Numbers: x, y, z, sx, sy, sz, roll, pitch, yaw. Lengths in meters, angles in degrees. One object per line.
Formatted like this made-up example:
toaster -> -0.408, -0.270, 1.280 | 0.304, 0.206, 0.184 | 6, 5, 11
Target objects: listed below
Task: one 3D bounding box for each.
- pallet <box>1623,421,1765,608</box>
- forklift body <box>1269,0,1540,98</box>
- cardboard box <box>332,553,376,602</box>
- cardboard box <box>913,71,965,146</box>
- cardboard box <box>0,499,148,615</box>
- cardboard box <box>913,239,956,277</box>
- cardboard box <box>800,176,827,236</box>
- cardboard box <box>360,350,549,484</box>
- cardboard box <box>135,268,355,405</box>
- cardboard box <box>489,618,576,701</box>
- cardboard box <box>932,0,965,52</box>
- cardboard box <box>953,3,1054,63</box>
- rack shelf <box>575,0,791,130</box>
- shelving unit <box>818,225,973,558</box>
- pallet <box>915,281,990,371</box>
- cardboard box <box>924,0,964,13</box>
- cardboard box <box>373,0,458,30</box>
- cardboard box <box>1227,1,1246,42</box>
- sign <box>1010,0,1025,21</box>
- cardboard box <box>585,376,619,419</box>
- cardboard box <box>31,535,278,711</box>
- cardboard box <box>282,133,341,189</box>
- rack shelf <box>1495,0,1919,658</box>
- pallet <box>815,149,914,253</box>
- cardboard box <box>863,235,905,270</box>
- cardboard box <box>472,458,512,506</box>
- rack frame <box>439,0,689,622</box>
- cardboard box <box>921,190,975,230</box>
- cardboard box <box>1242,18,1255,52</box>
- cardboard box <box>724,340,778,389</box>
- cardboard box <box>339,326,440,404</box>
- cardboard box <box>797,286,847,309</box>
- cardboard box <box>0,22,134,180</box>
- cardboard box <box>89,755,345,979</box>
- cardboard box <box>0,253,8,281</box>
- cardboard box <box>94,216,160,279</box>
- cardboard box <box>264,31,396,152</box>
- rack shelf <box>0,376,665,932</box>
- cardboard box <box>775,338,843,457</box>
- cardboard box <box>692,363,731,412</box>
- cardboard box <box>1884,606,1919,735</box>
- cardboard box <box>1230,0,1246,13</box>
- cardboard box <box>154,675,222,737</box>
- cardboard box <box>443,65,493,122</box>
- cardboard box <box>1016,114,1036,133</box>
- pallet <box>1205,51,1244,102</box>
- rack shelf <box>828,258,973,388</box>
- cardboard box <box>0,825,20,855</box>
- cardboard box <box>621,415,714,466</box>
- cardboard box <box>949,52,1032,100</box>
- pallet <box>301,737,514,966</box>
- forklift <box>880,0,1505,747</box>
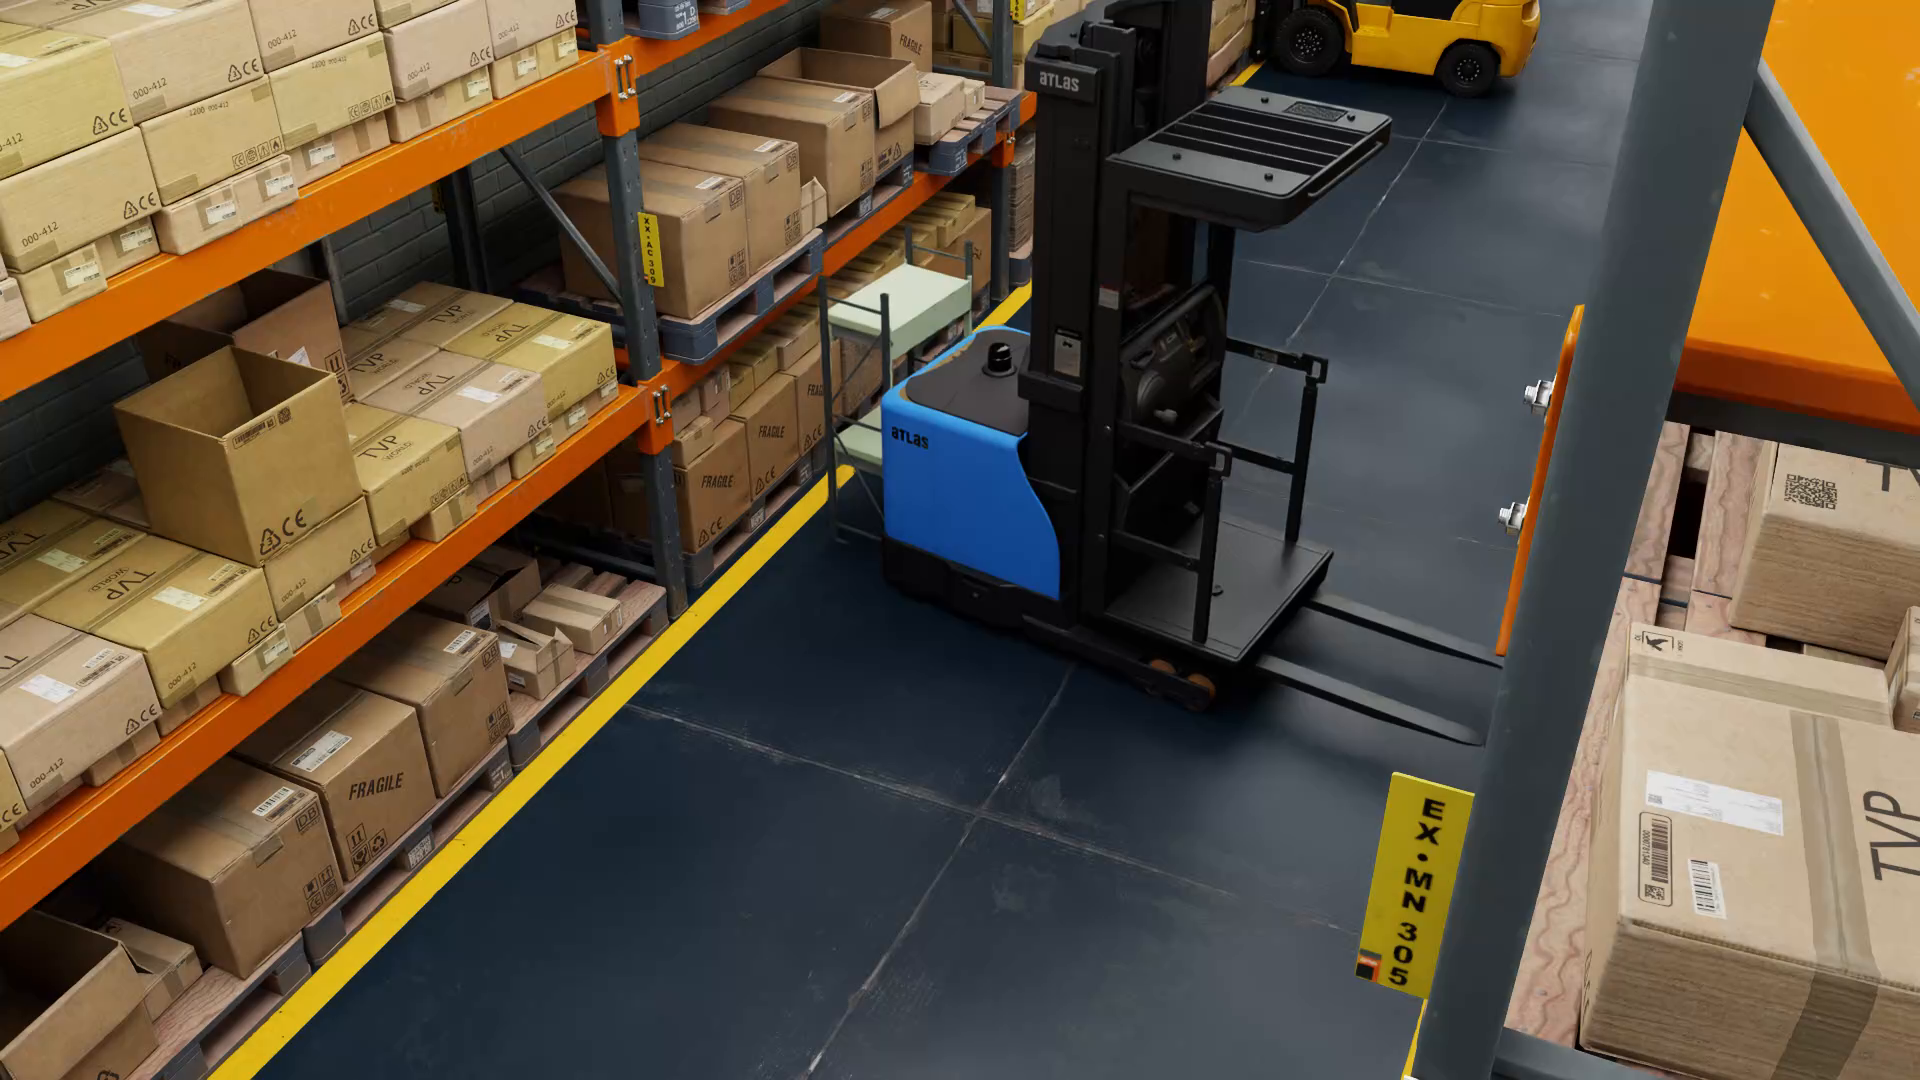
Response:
pallet -> 1.824, -0.070, 3.466 | 1.003, 0.211, 1.213 | 14, 36, 20
forklift body -> 4.062, -5.258, 14.808 | 2.313, 2.155, 1.214 | 14, 36, 20
cardboard box -> -2.388, 0.086, 6.112 | 0.380, 0.149, 0.250 | 14, 36, 20
cardboard box -> -0.296, -2.505, 9.589 | 0.500, 0.250, 0.500 | 12, 35, 18
cardboard box -> -3.116, 0.139, 5.669 | 0.500, 0.250, 0.500 | 15, 36, 22
cardboard box -> -0.349, -1.616, 10.375 | 0.500, 0.500, 0.500 | 14, 36, 20
cardboard box -> -0.892, -1.723, 8.382 | 0.396, 0.266, 0.258 | 16, 36, 23
cardboard box -> -2.010, -0.499, 6.641 | 0.500, 0.250, 0.500 | 14, 36, 21
cardboard box -> -2.687, -0.694, 6.255 | 0.500, 0.500, 0.500 | 13, 35, 19
cardboard box -> -1.938, 0.491, 7.377 | 0.396, 0.266, 0.258 | 15, 36, 22
cardboard box -> -0.213, -3.426, 10.920 | 0.500, 0.250, 0.500 | 15, 36, 22
cardboard box -> 0.282, -3.298, 10.724 | 0.500, 0.250, 0.500 | 14, 36, 20
rack shelf -> -0.985, -2.949, 8.433 | 1.077, 0.370, 4.000 | 14, 36, 20
shelving unit -> -0.307, -0.745, 8.518 | 0.431, 1.500, 0.755 | 20, 38, 27
pallet -> -0.495, -1.463, 10.788 | 1.003, 0.211, 1.213 | 14, 36, 20
cardboard box -> -0.196, -3.514, 10.690 | 0.380, 0.149, 0.250 | 15, 36, 22
cardboard box -> -2.019, -1.964, 5.683 | 0.500, 0.250, 0.500 | 14, 36, 20
cardboard box -> 2.217, -4.640, 14.760 | 0.500, 0.250, 0.500 | 14, 36, 20
sign -> 0.348, -3.323, 10.099 | 0.100, 0.325, 0.005 | 14, 36, 20
cardboard box -> -1.726, -0.678, 7.278 | 0.380, 0.149, 0.250 | 15, 36, 21
cardboard box -> -2.641, 0.262, 5.480 | 0.500, 0.250, 0.500 | 13, 36, 20
cardboard box -> -2.275, -1.275, 5.452 | 0.380, 0.149, 0.250 | 15, 36, 21
rack shelf -> 1.851, -0.908, 2.948 | 1.077, 0.370, 4.000 | 14, 36, 20
pallet -> -0.958, -1.942, 9.151 | 1.003, 0.211, 1.213 | 14, 36, 20
cardboard box -> -0.513, -1.704, 9.919 | 0.380, 0.149, 0.250 | 15, 36, 22
cardboard box -> -2.036, -0.284, 6.677 | 0.380, 0.149, 0.250 | 15, 36, 22
rack frame -> -1.822, -1.000, 7.539 | 1.000, 3.000, 0.127 | 14, 36, 20
cardboard box -> -0.125, -2.089, 10.506 | 0.380, 0.149, 0.250 | 12, 35, 18
cardboard box -> 2.427, -4.691, 15.293 | 0.500, 0.250, 0.500 | 15, 36, 21
cardboard box -> -1.185, -0.945, 8.760 | 0.380, 0.149, 0.250 | 14, 36, 20
cardboard box -> -2.478, -0.625, 6.834 | 0.500, 0.250, 0.500 | 14, 36, 20
cardboard box -> -0.855, -1.325, 9.340 | 0.380, 0.149, 0.250 | 14, 36, 21
cardboard box -> -2.654, -1.198, 4.516 | 0.500, 0.250, 0.500 | 14, 36, 20
cardboard box -> -2.761, 1.162, 6.138 | 0.700, 0.500, 0.500 | 16, 36, 22
cardboard box -> -2.868, -0.740, 4.273 | 0.500, 0.250, 0.500 | 15, 36, 21
cardboard box -> -2.594, -0.893, 4.870 | 0.380, 0.149, 0.250 | 14, 36, 20
cardboard box -> -2.229, -1.504, 5.439 | 0.500, 0.250, 0.500 | 15, 36, 21
rack shelf -> -2.659, 0.297, 6.217 | 1.077, 0.370, 4.000 | 14, 36, 20
cardboard box -> -0.989, -0.834, 9.184 | 0.500, 0.500, 0.500 | 13, 35, 19
cardboard box -> -1.365, -0.784, 8.244 | 0.380, 0.149, 0.250 | 12, 35, 18
cardboard box -> 1.678, 0.273, 2.617 | 0.380, 0.149, 0.250 | 16, 36, 22
cardboard box -> 2.235, -4.849, 14.623 | 0.500, 0.250, 0.500 | 14, 36, 21
cardboard box -> -2.699, 0.475, 5.519 | 0.380, 0.149, 0.250 | 15, 36, 21
cardboard box -> -1.930, -1.649, 6.023 | 0.380, 0.149, 0.250 | 15, 36, 22
cardboard box -> 0.391, -2.809, 12.082 | 0.875, 0.625, 0.625 | 15, 36, 22
pallet -> 1.896, -4.205, 14.970 | 1.003, 0.211, 1.213 | 14, 36, 20
rack shelf -> -0.307, -1.071, 8.304 | 0.431, 0.370, 0.720 | 20, 38, 27
cardboard box -> -3.044, 0.859, 4.933 | 0.380, 0.149, 0.250 | 15, 36, 22
cardboard box -> -1.430, -0.519, 8.111 | 0.380, 0.149, 0.250 | 16, 36, 23
cardboard box -> 0.259, -3.094, 10.870 | 0.500, 0.250, 0.500 | 14, 36, 21
pallet -> -2.619, 1.118, 6.853 | 1.003, 0.211, 1.213 | 14, 36, 20
forklift -> 1.119, -0.781, 7.269 | 3.031, 2.935, 1.130 | 20, 38, 28
